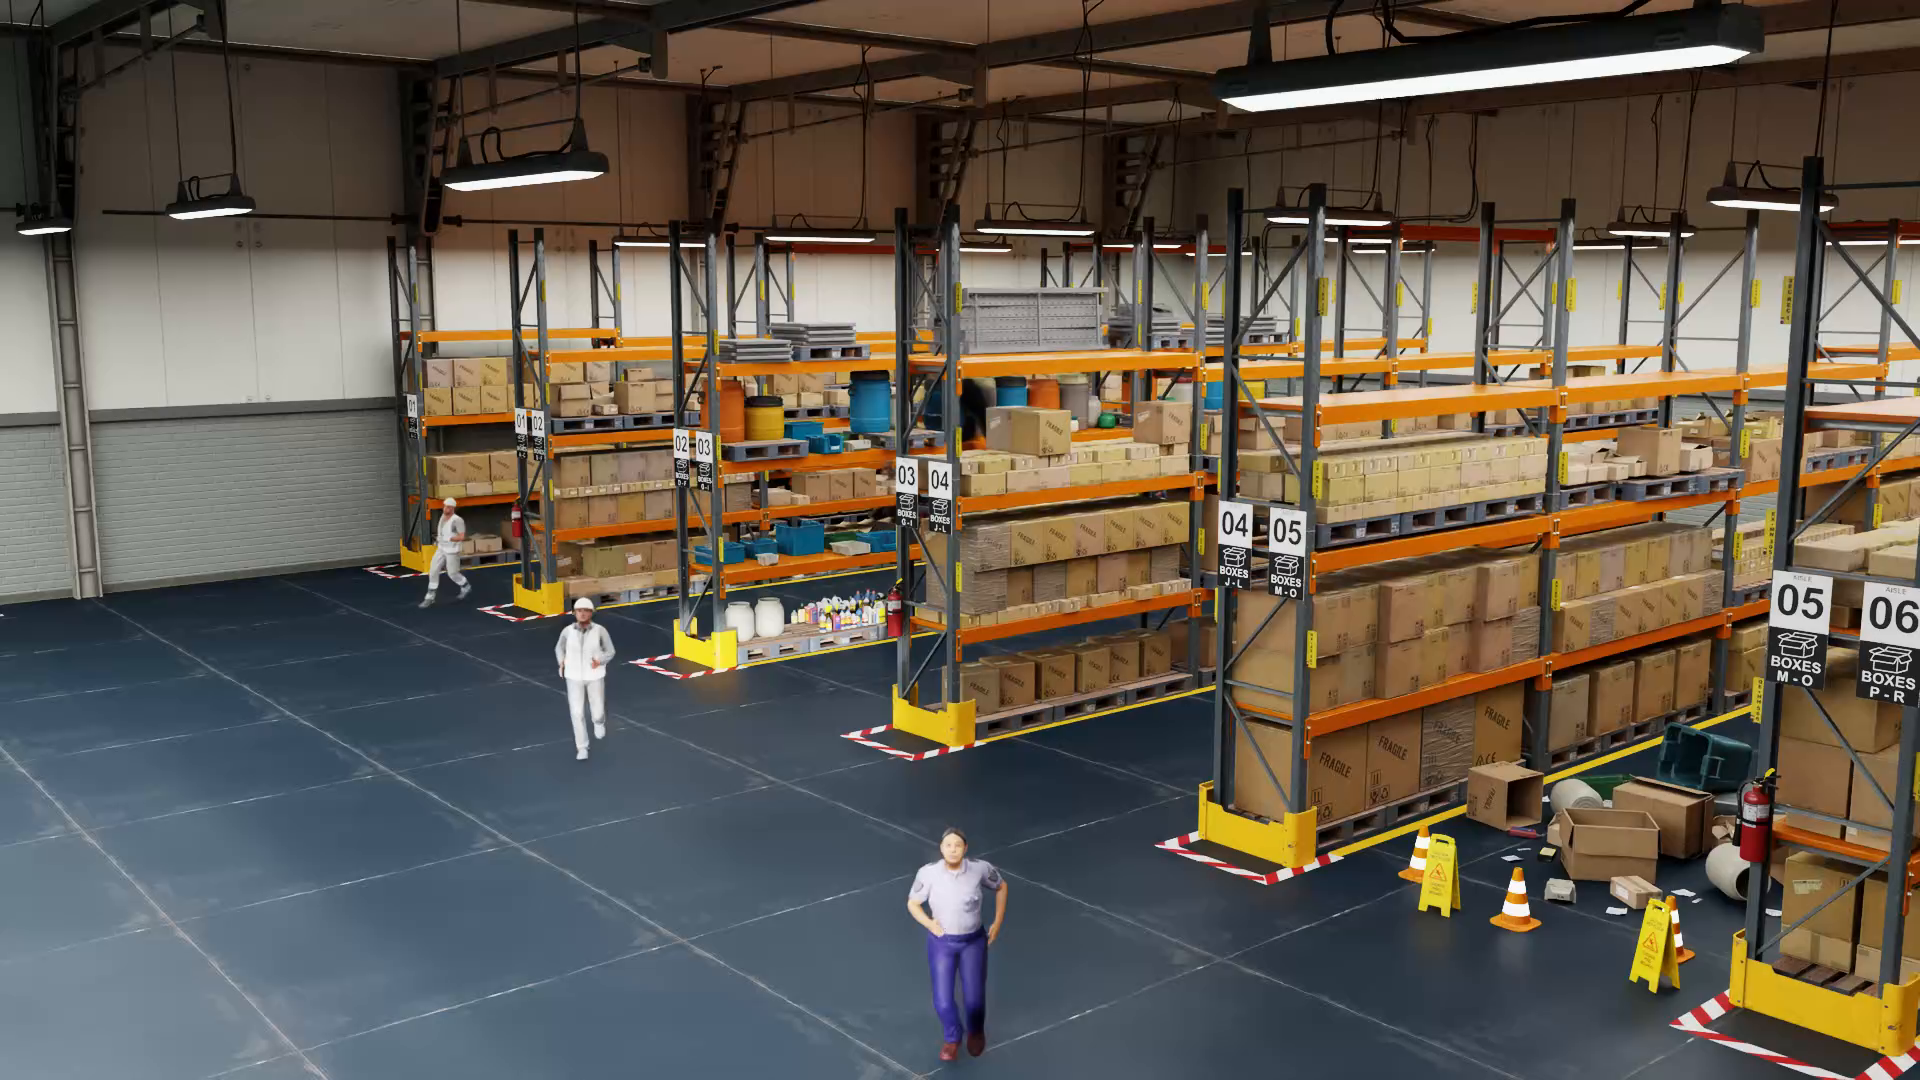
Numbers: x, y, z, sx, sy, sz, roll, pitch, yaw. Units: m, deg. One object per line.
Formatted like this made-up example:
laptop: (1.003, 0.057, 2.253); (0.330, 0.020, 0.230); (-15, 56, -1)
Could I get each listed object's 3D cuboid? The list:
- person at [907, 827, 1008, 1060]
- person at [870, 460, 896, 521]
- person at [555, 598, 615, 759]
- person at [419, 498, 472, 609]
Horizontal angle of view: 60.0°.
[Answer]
person: (-0.023, 2.698, 10.980); (0.661, 1.607, 0.570); (1, 9, 3)
person: (-1.483, -0.730, 33.047); (0.680, 1.690, 0.741); (8, 12, 43)
person: (-4.143, 1.501, 18.369); (0.668, 1.738, 0.794); (-1, 9, -6)
person: (-8.182, 0.189, 26.762); (0.684, 1.764, 0.968); (5, 10, 31)
